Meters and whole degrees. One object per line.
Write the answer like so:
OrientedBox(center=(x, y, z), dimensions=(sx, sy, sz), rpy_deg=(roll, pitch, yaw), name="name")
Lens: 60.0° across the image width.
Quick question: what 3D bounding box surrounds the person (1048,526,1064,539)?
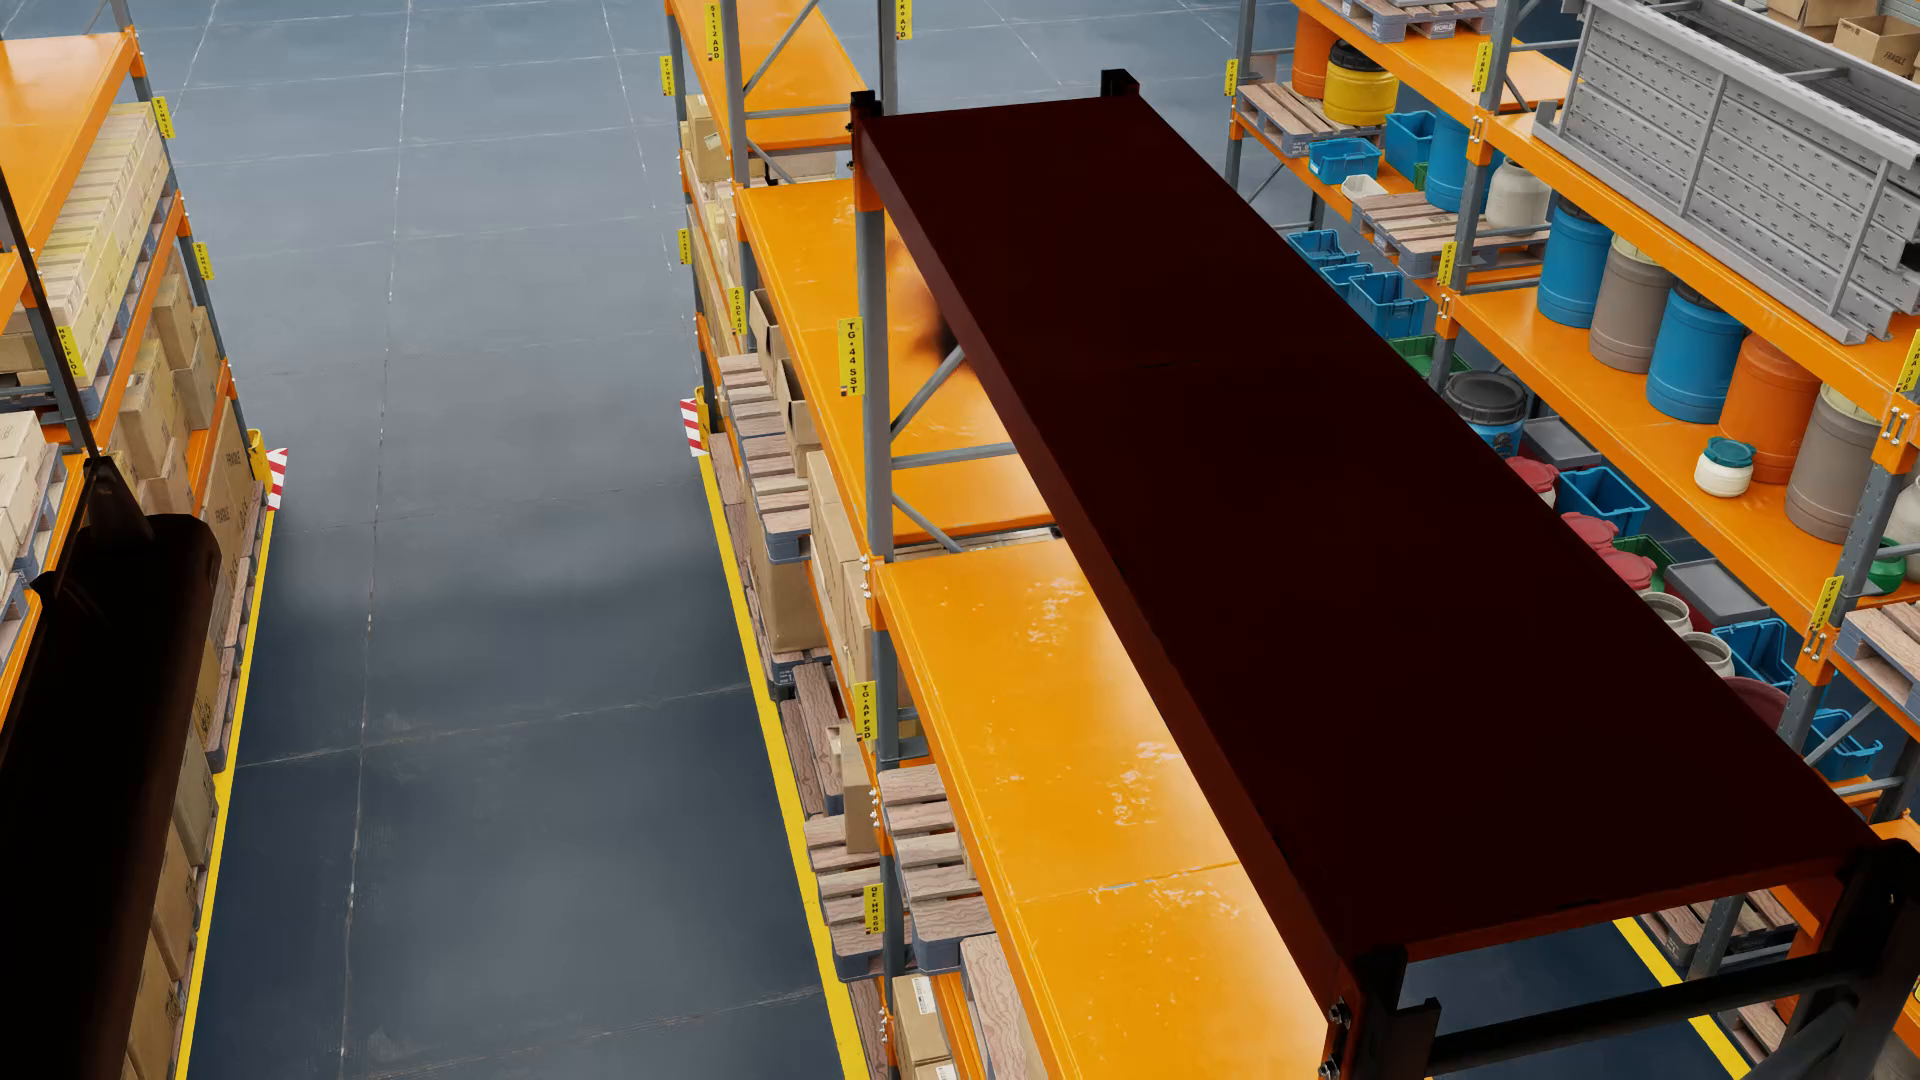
OrientedBox(center=(0.736, 0.506, 11.901), dimensions=(0.609, 1.700, 0.486), rpy_deg=(11, 36, 15), name="person")
